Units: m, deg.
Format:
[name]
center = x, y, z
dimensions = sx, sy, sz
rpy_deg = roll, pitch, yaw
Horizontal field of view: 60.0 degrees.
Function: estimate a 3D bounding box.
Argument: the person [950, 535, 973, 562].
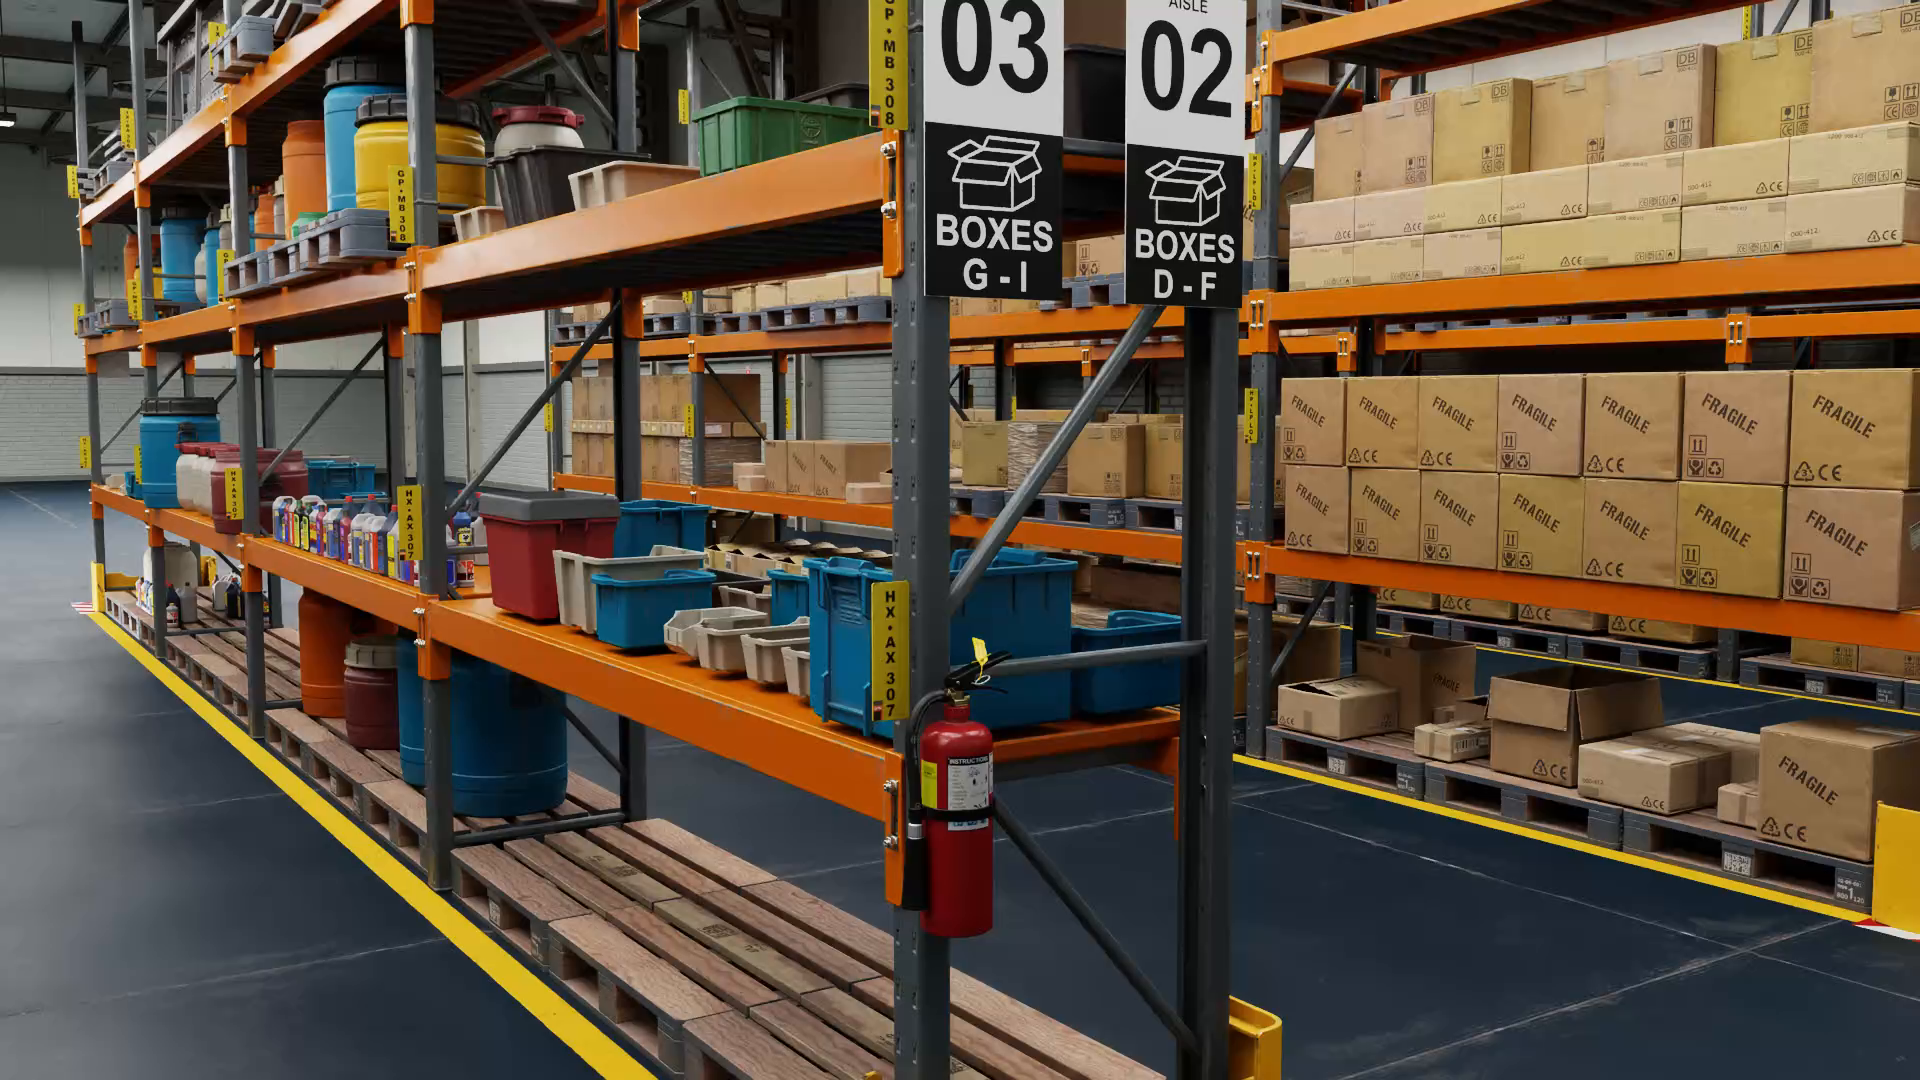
[person]
center = 0.094, 0.004, 16.243
dimensions = 0.410, 1.637, 0.533
rpy_deg = -3, 6, -34
